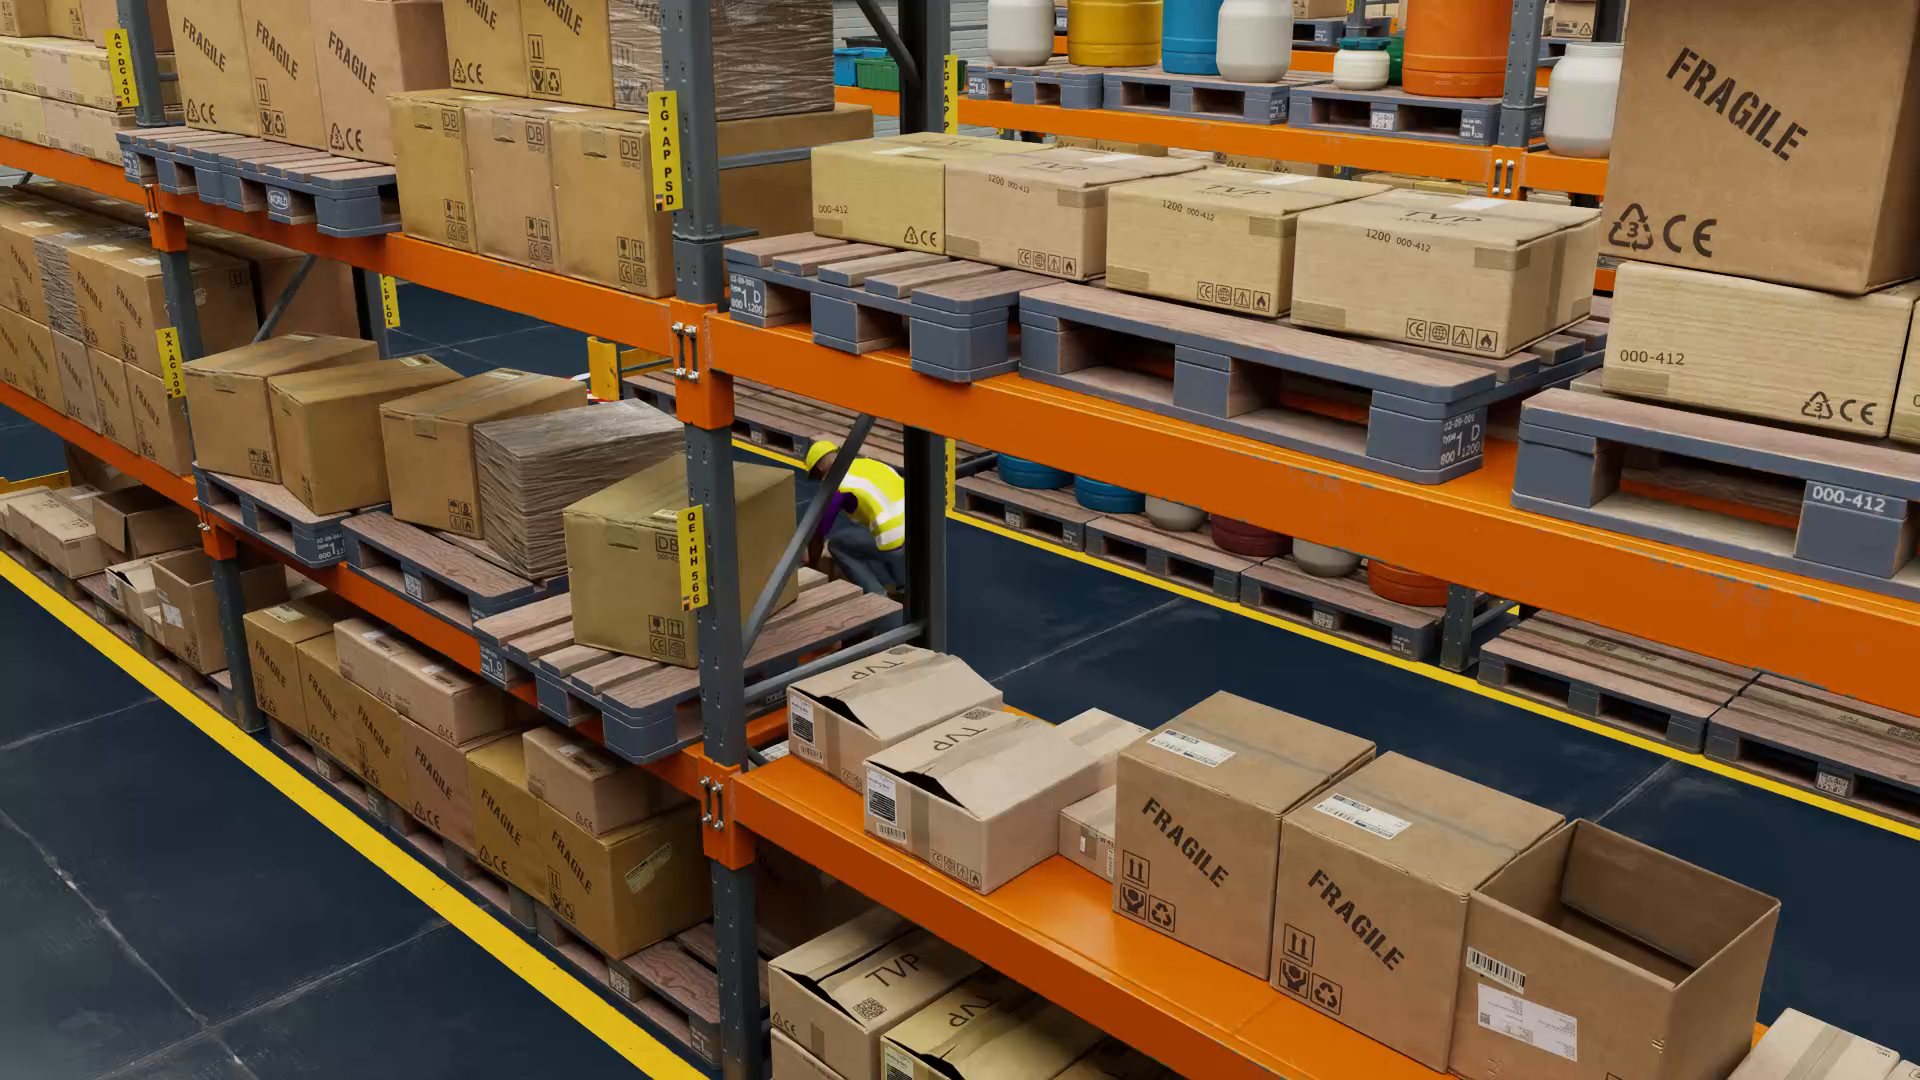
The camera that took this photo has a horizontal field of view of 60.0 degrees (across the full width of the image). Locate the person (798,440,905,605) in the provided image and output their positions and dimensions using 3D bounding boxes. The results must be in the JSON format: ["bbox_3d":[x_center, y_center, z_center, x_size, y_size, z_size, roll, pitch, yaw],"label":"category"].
[{"bbox_3d":[-0.561,-0.068,9.892,0.900,0.957,0.575,19,27,41],"label":"person"}]
